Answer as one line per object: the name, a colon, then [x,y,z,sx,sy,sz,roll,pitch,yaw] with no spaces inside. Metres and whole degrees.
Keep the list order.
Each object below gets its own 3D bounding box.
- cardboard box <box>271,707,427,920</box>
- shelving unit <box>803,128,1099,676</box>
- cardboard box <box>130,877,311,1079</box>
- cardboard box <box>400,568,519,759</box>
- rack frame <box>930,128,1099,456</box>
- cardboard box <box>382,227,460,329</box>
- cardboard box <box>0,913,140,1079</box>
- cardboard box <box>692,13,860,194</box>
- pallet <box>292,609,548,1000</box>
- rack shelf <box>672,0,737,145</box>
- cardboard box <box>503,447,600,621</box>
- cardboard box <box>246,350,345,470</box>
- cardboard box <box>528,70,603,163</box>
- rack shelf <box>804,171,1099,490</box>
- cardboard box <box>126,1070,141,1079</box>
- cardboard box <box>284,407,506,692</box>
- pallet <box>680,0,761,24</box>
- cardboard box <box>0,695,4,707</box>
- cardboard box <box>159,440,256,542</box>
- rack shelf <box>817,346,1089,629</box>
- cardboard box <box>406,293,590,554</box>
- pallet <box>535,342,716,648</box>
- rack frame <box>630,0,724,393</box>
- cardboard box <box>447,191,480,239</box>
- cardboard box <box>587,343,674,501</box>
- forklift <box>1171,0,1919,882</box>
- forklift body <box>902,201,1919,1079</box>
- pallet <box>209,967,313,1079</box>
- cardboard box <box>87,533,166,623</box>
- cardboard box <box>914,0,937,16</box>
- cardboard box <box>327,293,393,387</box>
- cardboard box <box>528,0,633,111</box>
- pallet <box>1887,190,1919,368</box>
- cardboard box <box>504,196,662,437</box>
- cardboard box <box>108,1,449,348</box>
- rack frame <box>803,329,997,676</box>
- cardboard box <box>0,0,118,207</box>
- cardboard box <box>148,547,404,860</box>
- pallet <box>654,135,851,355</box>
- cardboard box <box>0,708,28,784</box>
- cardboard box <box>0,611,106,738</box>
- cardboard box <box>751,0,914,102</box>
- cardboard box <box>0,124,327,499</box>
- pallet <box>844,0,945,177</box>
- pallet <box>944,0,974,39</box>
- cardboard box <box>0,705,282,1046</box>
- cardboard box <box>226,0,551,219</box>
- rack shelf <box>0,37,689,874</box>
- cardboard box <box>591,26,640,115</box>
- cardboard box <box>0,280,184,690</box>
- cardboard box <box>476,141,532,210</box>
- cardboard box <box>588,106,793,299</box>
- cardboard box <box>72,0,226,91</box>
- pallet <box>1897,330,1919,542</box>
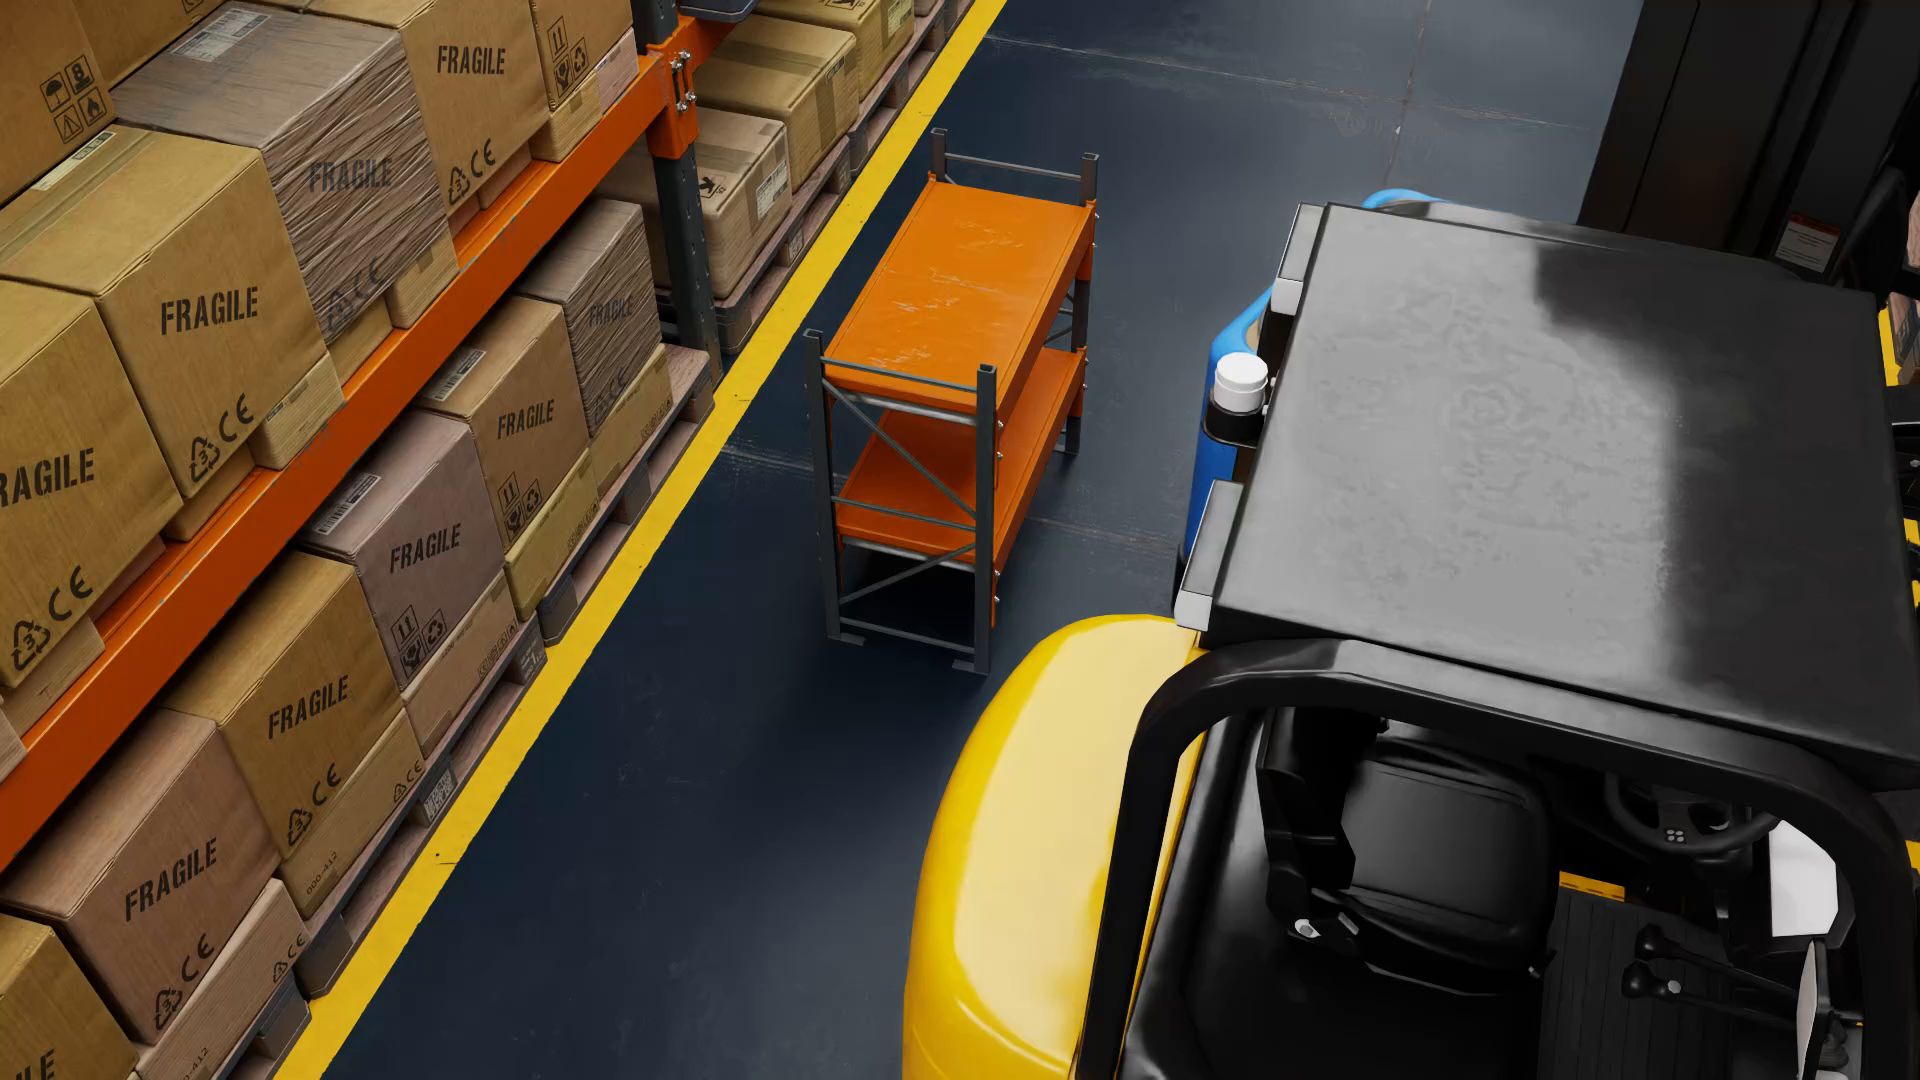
cardboard box: [-1.711,0.605,4.153,0.500,0.250,0.500,15,46,15]
shelving unit: [0.002,-0.407,4.861,0.538,1.125,1.048,13,46,13]
cardboard box: [-1.865,0.971,3.778,0.500,0.250,0.500,14,46,14]
cardboard box: [-1.556,0.269,4.496,0.500,0.250,0.500,13,46,13]
rack frame: [0.156,-0.745,5.207,0.500,1.125,0.032,13,46,13]
cardboard box: [-1.434,-0.663,3.963,0.380,0.149,0.250,12,46,12]
cardboard box: [-2.020,1.026,3.186,0.500,0.500,0.500,11,45,11]
cardboard box: [-0.952,-1.751,6.473,0.950,0.372,0.625,15,46,15]
pallet: [-1.860,0.558,4.529,1.003,0.211,1.213,13,46,13]
rack shelf: [-0.717,-2.786,6.466,1.077,0.370,4.000,13,46,13]
cardboard box: [-1.397,-0.069,4.842,0.500,0.250,0.500,11,46,11]
cardboard box: [-1.584,-0.320,3.612,0.380,0.149,0.250,13,46,13]
cardboard box: [-1.199,-1.173,4.484,0.380,0.149,0.250,13,46,13]
rack shelf: [0.002,-0.616,4.656,0.538,0.278,1.000,13,46,13]
cardboard box: [-2.026,1.310,3.432,0.500,0.250,0.500,12,46,12]
cardboard box: [-1.552,-0.014,4.249,0.500,0.500,0.500,15,46,15]
pallet: [-0.953,-2.120,5.409,1.003,0.211,1.213,13,46,13]
cardboard box: [-1.973,0.211,2.605,0.500,0.500,0.500,14,46,14]
cardboard box: [-1.716,-0.165,3.453,0.380,0.149,0.250,11,46,11]
rack shelf: [0.002,-0.232,5.032,0.538,0.278,1.000,13,46,13]
cardboard box: [-1.399,-0.355,4.597,0.500,0.500,0.500,13,46,13]
pallet: [-1.492,-0.258,5.363,1.003,0.211,1.213,13,46,13]
rack frame: [-1.323,-1.710,4.853,1.000,3.000,0.127,13,46,13]
cardboard box: [-1.441,-0.853,4.157,0.380,0.149,0.250,12,46,12]
cardboard box: [-1.246,-0.426,5.206,0.500,0.250,0.500,14,46,14]
forklift: [2.099,-0.413,3.576,3.031,2.935,1.130,29,51,26]
forklift body: [1.033,0.658,3.039,2.313,2.155,1.214,13,46,13]
pallet: [-2.231,1.368,3.701,1.003,0.211,1.213,13,46,13]
cardboard box: [-1.824,0.005,3.280,0.380,0.149,0.250,14,46,14]
cardboard box: [-0.508,-2.719,7.462,0.950,0.372,0.625,12,46,12]
cardboard box: [-1.540,-0.499,3.795,0.380,0.149,0.250,12,46,12]
cardboard box: [-1.220,-1.503,4.357,0.500,0.500,0.500,11,46,11]
pallet: [3.963,-0.979,6.100,1.003,0.211,1.213,13,46,13]
cardboard box: [-1.246,-0.694,4.944,0.500,0.500,0.500,12,46,12]
cardboard box: [-1.522,-0.812,3.651,0.500,0.500,0.500,14,46,14]
rack frame: [-0.152,-0.068,4.515,0.500,1.125,0.032,13,46,13]
cardboard box: [-2.087,-0.930,3.057,0.700,0.500,0.500,12,46,12]
cardboard box: [-1.706,0.344,3.883,0.500,0.500,0.500,13,46,13]
pallet: [-1.088,-1.232,6.358,1.003,0.211,1.213,13,46,13]
cardboard box: [-1.893,0.373,2.903,0.380,0.149,0.250,13,46,13]
cardboard box: [-1.846,0.194,3.087,0.380,0.149,0.250,14,46,14]
cardboard box: [-0.743,-2.215,6.947,0.950,0.372,0.625,14,46,14]
cardboard box: [-1.673,-0.469,3.300,0.500,0.500,0.500,12,46,12]
pallet: [-0.721,-2.048,7.192,1.003,0.211,1.213,13,46,13]
pallet: [-0.350,-2.859,8.021,1.003,0.211,1.213,13,46,13]
cardboard box: [-1.865,0.677,3.543,0.500,0.500,0.500,11,45,11]
cardboard box: [-1.370,-1.158,4.005,0.500,0.500,0.500,14,46,14]
rack shelf: [-1.928,-0.120,3.742,1.077,0.370,4.000,13,46,13]
cardboard box: [-1.130,-1.341,4.655,0.380,0.149,0.250,12,46,12]
cardboard box: [-1.819,-0.128,2.952,0.500,0.500,0.500,12,46,12]
cardboard box: [-1.352,-1.016,4.323,0.380,0.149,0.250,13,46,13]
cardboard box: [-1.166,-1.271,5.983,0.950,0.372,0.625,13,46,13]
cardboard box: [-2.016,-1.297,3.432,0.700,0.500,0.500,12,46,12]
pallet: [3.595,-0.164,5.266,1.003,0.211,1.213,13,46,13]
